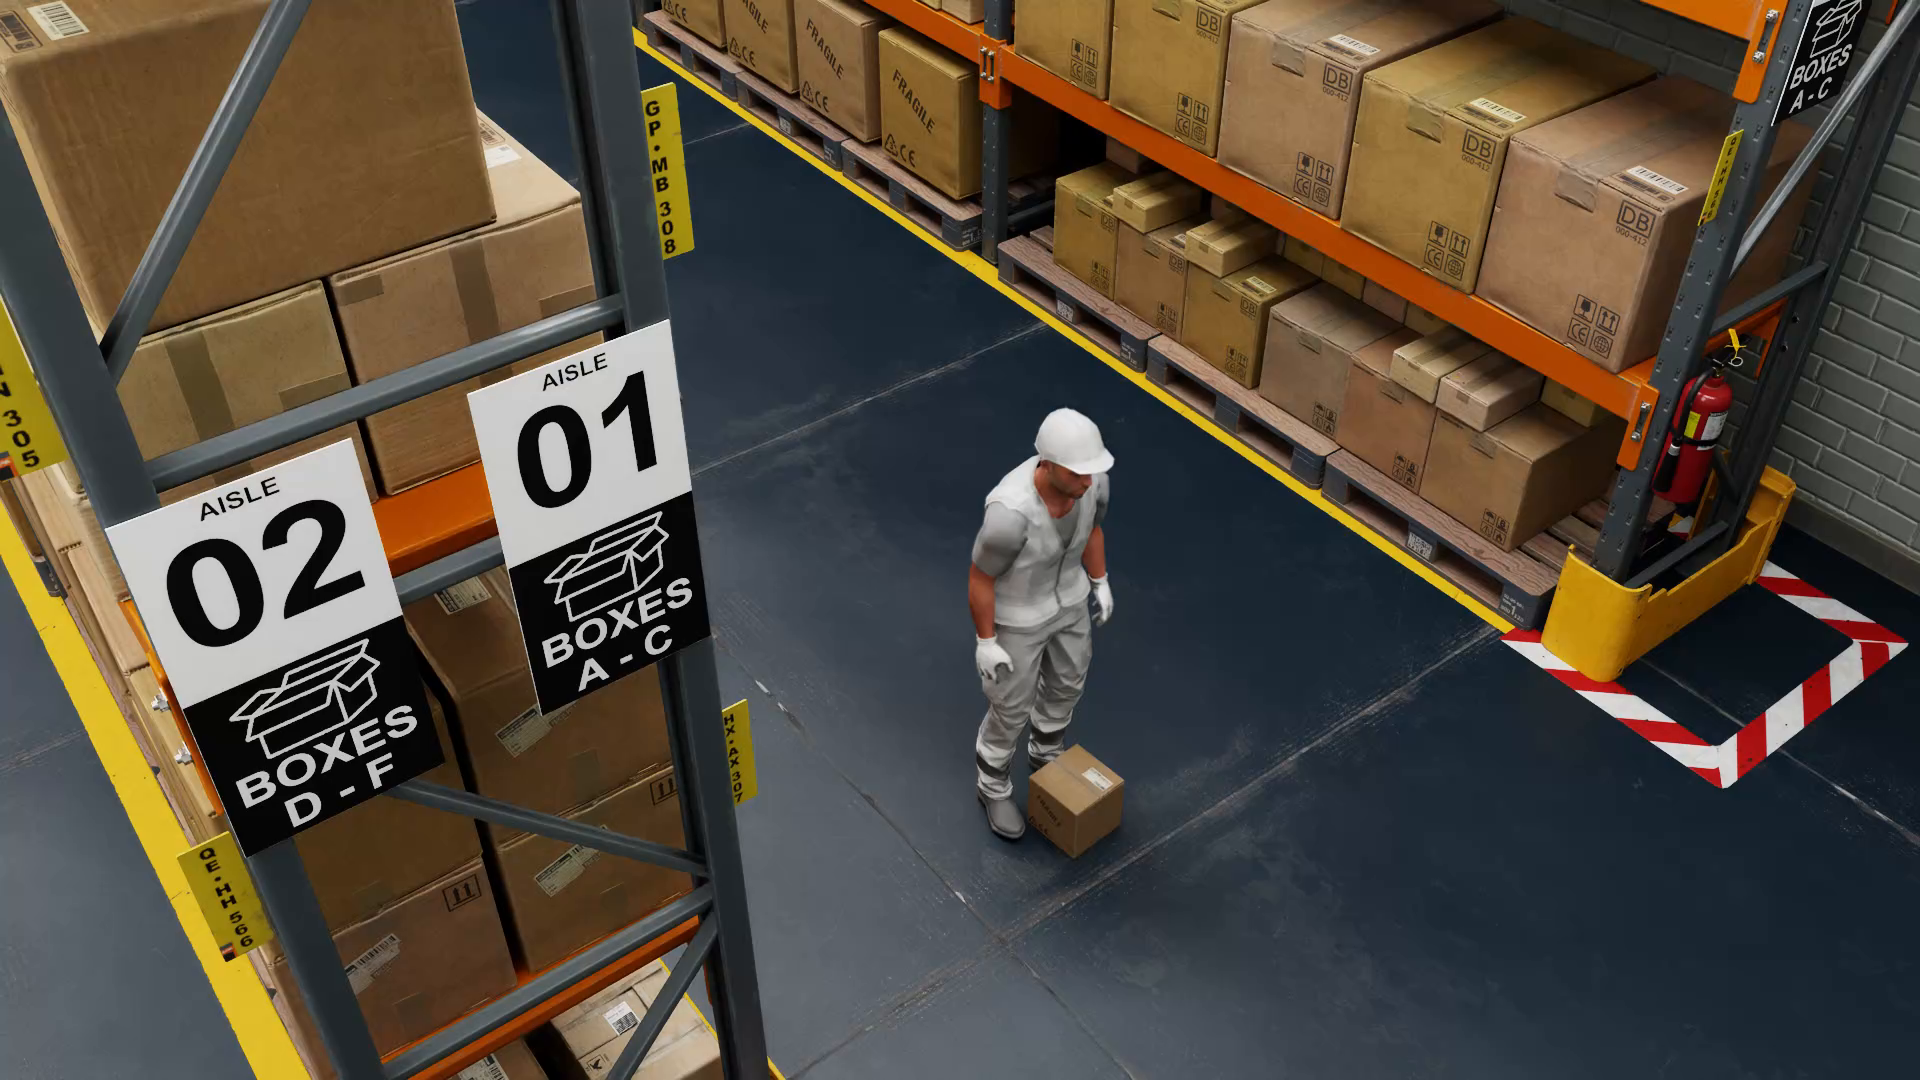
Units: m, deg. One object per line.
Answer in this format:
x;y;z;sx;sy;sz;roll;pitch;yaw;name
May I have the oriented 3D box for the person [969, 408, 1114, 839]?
0.295;0.269;5.824;0.613;1.779;0.455;-27;47;-28;person
